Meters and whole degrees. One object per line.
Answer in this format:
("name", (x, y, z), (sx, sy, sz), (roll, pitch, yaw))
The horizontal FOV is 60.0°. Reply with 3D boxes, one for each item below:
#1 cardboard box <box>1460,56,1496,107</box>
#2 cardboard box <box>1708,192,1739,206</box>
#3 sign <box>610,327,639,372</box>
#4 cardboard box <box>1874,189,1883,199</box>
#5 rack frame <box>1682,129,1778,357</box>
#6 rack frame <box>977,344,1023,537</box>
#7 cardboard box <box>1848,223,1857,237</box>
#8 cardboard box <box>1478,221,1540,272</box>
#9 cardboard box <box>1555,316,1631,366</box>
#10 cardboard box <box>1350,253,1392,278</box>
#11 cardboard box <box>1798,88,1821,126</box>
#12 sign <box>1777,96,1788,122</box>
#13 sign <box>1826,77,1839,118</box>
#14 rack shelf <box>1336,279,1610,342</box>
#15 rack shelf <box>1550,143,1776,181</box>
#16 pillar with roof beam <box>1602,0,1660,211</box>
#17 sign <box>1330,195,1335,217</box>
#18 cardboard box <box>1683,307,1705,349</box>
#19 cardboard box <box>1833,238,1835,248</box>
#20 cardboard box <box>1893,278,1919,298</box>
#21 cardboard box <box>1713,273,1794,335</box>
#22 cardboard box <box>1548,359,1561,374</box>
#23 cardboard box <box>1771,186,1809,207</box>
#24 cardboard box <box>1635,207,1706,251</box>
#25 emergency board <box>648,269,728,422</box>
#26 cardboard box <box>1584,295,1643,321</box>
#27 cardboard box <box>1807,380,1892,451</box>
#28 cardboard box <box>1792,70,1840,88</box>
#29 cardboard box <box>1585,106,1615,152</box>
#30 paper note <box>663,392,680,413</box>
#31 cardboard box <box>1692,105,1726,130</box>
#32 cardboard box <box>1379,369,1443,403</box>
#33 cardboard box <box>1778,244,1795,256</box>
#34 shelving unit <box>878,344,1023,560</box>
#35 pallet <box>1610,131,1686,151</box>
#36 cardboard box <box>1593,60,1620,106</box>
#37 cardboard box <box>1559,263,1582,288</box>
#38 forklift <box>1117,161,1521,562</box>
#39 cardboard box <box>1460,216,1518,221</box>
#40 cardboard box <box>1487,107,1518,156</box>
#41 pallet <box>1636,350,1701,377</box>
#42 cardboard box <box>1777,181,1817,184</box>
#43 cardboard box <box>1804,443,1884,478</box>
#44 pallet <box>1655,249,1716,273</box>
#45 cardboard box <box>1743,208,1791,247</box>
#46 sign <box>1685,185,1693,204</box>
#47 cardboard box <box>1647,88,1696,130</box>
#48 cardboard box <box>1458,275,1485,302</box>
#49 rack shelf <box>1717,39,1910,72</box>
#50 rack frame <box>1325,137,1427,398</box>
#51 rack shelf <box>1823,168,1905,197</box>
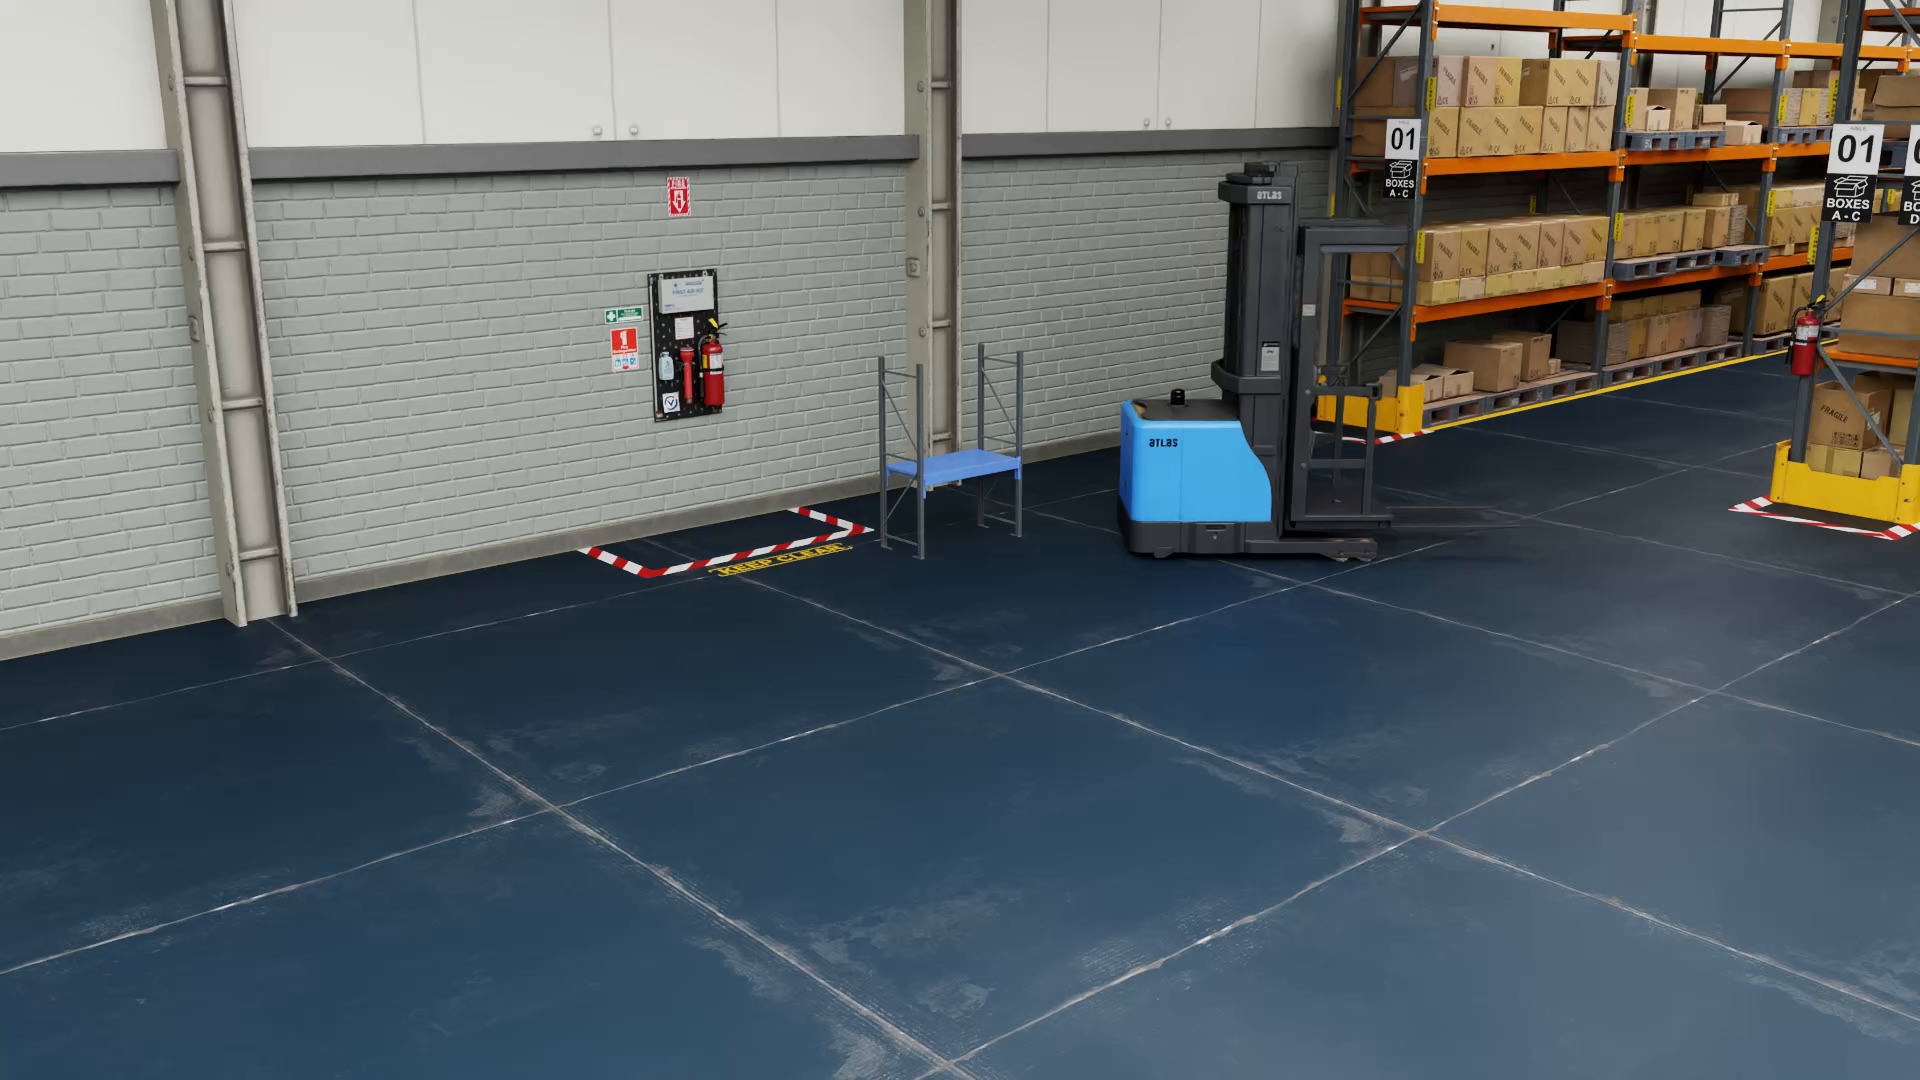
("cardboard box", (5.197, -4.762, 17.283), (0.500, 0.500, 0.500), (-13, 20, -40))
("cardboard box", (10.130, -4.544, 22.145), (0.380, 0.149, 0.250), (13, 20, 40))
("sign", (-2.605, -1.482, 12.915), (0.234, 0.329, 0.001), (-13, 19, -39))
("cardboard box", (13.203, -5.147, 24.443), (0.500, 0.250, 0.500), (-12, 19, -38))
("rack frame", (10.370, -4.034, 22.539), (0.127, 3.000, 1.000), (-13, 19, -39))
("rack frame", (0.319, -0.796, 13.325), (0.032, 1.500, 0.500), (-13, 19, -39))
("cardboard box", (12.827, -4.698, 24.215), (0.500, 0.500, 0.500), (-12, 19, -39))
("cardboard box", (6.047, -3.258, 18.435), (0.500, 0.500, 0.500), (-12, 19, -38))
("cardboard box", (7.897, -2.489, 20.747), (0.500, 0.500, 0.700), (-12, 19, -38))
("cardboard box", (4.551, -3.099, 17.839), (0.500, 0.500, 0.500), (-13, 20, -40))
("cardboard box", (11.490, -6.028, 23.148), (0.500, 0.500, 0.700), (-11, 19, -37))
("sign", (10.725, -5.627, 21.689), (0.005, 0.325, 0.100), (-13, 19, -39))
("sign", (7.244, -3.662, 13.771), (0.005, 0.325, 0.100), (-13, 19, -39))
("rack shelf", (5.844, -2.670, 18.827), (4.000, 0.370, 1.077), (-13, 19, -39))
("rack shelf", (8.861, -4.797, 20.977), (4.000, 0.370, 1.077), (-13, 19, -39))
("pillar with roof beam", (11.648, -6.042, 18.433), (0.400, 9.000, 9.100), (-13, 19, -39))
("sign", (3.986, -3.502, 17.693), (0.005, 0.325, 0.100), (-13, 19, -39))
("cardboard box", (9.396, -2.842, 22.068), (0.500, 0.500, 0.700), (-13, 20, -39))
("cardboard box", (12.331, -4.281, 23.911), (0.250, 0.149, 0.380), (-13, 20, -41))
("cardboard box", (8.027, -2.101, 13.853), (0.250, 0.149, 0.380), (-13, 20, -40))
("cardboard box", (11.011, -3.297, 23.133), (0.750, 0.750, 0.750), (-13, 20, -40))
("cardboard box", (6.969, -2.103, 19.950), (0.380, 0.166, 0.250), (13, 20, 40))
("cardboard box", (11.287, -4.716, 22.830), (0.500, 0.250, 0.500), (-13, 20, -40))
("cardboard box", (9.097, -3.998, 21.358), (0.500, 0.500, 0.700), (-13, 19, -39))
("emergency board", (-2.120, -1.538, 13.195), (0.643, 1.169, 0.194), (-13, 19, -39))
("cardboard box", (8.227, -2.927, 20.932), (0.500, 0.250, 0.500), (-13, 20, -41))
("cardboard box", (7.799, -1.100, 14.618), (0.500, 0.500, 0.500), (-13, 19, -39))
("cardboard box", (12.231, -6.564, 23.699), (0.500, 0.250, 0.500), (-13, 20, -41))
("cardboard box", (7.132, -4.729, 19.098), (0.500, 0.500, 0.500), (-12, 19, -38))
("paper note", (-2.299, -1.096, 13.247), (0.142, 0.148, 0.016), (-13, 19, -39))
("cardboard box", (9.331, -5.341, 21.382), (0.637, 0.503, 0.797), (-9, 18, -32))
("cardboard box", (4.916, -1.692, 18.129), (0.500, 0.311, 0.500), (13, 20, 41))
("cardboard box", (11.222, -4.002, 22.869), (0.250, 0.149, 0.380), (-12, 19, -38))
("shelving unit", (-0.064, -0.710, 13.002), (1.048, 1.500, 0.538), (-13, 19, -39))
("pallet", (7.888, -4.799, 19.953), (1.003, 0.211, 1.213), (-13, 19, -39))
("cardboard box", (7.153, -5.209, 18.955), (0.500, 0.500, 0.500), (14, 20, 42))
("cardboard box", (6.813, -3.071, 19.188), (0.500, 0.250, 0.500), (-13, 19, -39))
("forklift", (2.796, -1.389, 12.772), (3.031, 2.935, 1.130), (0, 15, -1))
("cardboard box", (6.089, -3.447, 19.139), (0.500, 0.500, 0.500), (-12, 19, -38))
("cardboard box", (5.569, -4.367, 17.740), (0.500, 0.500, 0.500), (-12, 19, -37))
("pallet", (8.860, -2.349, 21.635), (1.213, 0.211, 1.003), (-13, 19, -39))
("cardboard box", (12.105, -5.072, 24.165), (0.500, 0.250, 0.500), (-14, 20, -41))
("cardboard box", (7.800, -0.738, 14.714), (0.500, 0.250, 0.500), (-13, 19, -39))
("pallet", (8.904, -3.598, 21.279), (1.213, 0.211, 1.003), (-13, 19, -39))
("cardboard box", (10.905, -4.268, 22.607), (0.500, 0.500, 0.500), (-12, 19, -38))
("sign", (10.003, -4.701, 22.792), (0.005, 0.325, 0.100), (-13, 19, -39))
("cardboard box", (8.748, -5.343, 20.619), (0.500, 0.500, 0.500), (-14, 20, -41))
("cardboard box", (5.294, -2.727, 17.900), (0.500, 0.250, 0.500), (-13, 20, -41))
("rack shelf", (11.879, -6.730, 23.178), (4.000, 0.370, 1.077), (-13, 19, -39))
("rack frame", (4.335, -2.679, 17.466), (0.127, 3.000, 1.000), (-13, 19, -39))
("rack shelf", (9.099, -3.155, 14.832), (4.000, 0.370, 1.077), (-13, 19, -39))
